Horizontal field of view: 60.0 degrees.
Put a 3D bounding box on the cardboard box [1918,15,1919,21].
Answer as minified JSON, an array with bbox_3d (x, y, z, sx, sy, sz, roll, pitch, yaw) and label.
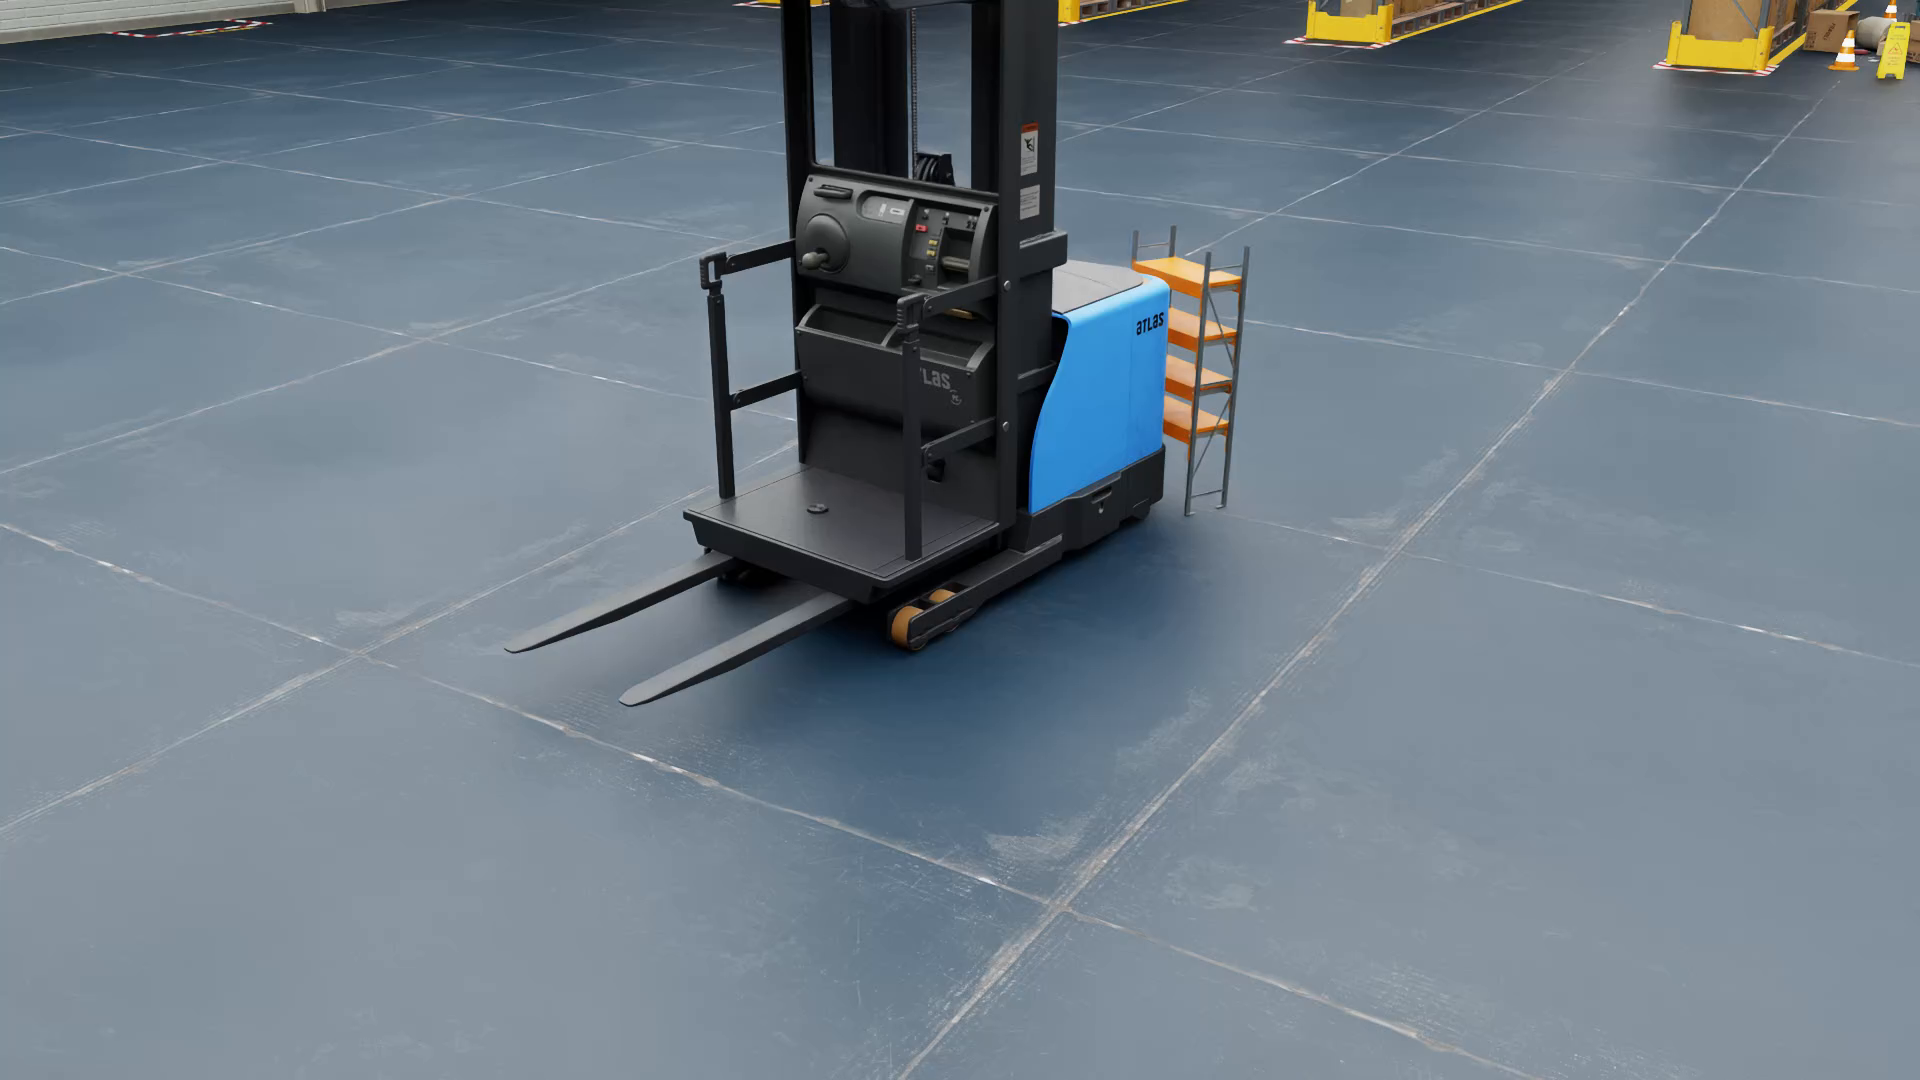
[{"bbox_3d":[13.194,-6.801,22.157,0.797,0.637,0.503,14,27,29],"label":"cardboard box"}]

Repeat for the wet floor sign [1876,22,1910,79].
[{"bbox_3d":[11.341,-5.942,20.164,0.267,0.644,0.232,9,25,20],"label":"wet floor sign"}]

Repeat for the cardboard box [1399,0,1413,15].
[{"bbox_3d":[6.489,-8.190,25.011,0.500,0.500,0.500,17,29,34],"label":"cardboard box"}]

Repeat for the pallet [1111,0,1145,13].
[{"bbox_3d":[2.383,-8.998,27.769,1.003,0.211,1.213,14,27,29],"label":"pallet"}]

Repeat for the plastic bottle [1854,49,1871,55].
[{"bbox_3d":[12.043,-6.543,22.287,0.283,0.061,0.133,5,24,11],"label":"plastic bottle"}]

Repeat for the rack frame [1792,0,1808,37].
[{"bbox_3d":[11.784,-8.797,23.796,1.000,3.000,0.127,14,27,29],"label":"rack frame"}]

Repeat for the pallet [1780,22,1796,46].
[{"bbox_3d":[11.316,-7.277,23.795,1.003,0.211,1.213,14,27,29],"label":"pallet"}]

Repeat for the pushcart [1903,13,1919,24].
[{"bbox_3d":[14.079,-7.052,23.064,1.648,0.377,0.936,5,24,11],"label":"pushcart"}]

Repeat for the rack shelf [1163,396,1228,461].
[{"bbox_3d":[0.988,-0.522,7.605,0.258,0.148,0.480,-13,27,-31],"label":"rack shelf"}]

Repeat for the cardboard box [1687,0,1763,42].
[{"bbox_3d":[9.975,-6.908,21.577,0.875,0.875,0.875,14,27,29],"label":"cardboard box"}]

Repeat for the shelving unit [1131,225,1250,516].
[{"bbox_3d":[0.994,-0.768,7.503,0.258,1.200,0.503,-13,27,-31],"label":"shelving unit"}]

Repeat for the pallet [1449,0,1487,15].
[{"bbox_3d":[8.033,-8.854,27.437,1.003,0.211,1.213,14,27,29],"label":"pallet"}]

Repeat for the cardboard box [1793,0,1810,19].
[{"bbox_3d":[12.035,-8.186,24.687,1.050,0.750,0.750,14,27,29],"label":"cardboard box"}]

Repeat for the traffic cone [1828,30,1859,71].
[{"bbox_3d":[11.160,-6.165,20.908,0.336,0.463,0.334,14,27,29],"label":"traffic cone"}]

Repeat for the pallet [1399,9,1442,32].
[{"bbox_3d":[6.656,-7.944,25.334,1.003,0.211,1.213,14,27,29],"label":"pallet"}]

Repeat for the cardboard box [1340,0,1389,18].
[{"bbox_3d":[5.857,-7.774,24.049,0.500,0.500,0.500,20,30,38],"label":"cardboard box"}]

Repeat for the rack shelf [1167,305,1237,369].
[{"bbox_3d":[0.998,-0.912,7.443,0.258,0.148,0.480,-13,27,-31],"label":"rack shelf"}]

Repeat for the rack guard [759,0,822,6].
[{"bbox_3d":[-2.913,-9.443,28.433,1.175,0.500,0.348,14,27,29],"label":"rack guard"}]

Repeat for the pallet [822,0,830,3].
[{"bbox_3d":[-2.533,-9.585,29.126,1.003,0.211,1.213,14,27,29],"label":"pallet"}]

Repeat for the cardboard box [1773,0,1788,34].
[{"bbox_3d":[10.920,-7.512,22.973,0.875,0.875,0.875,14,27,29],"label":"cardboard box"}]

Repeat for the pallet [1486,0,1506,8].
[{"bbox_3d":[8.675,-9.268,28.392,1.003,0.211,1.213,14,27,29],"label":"pallet"}]

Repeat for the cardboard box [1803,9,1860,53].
[{"bbox_3d":[11.837,-6.912,22.585,0.500,0.500,0.500,20,30,38],"label":"cardboard box"}]

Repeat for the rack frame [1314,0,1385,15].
[{"bbox_3d":[5.513,-8.521,23.157,1.000,3.000,0.127,14,27,29],"label":"rack frame"}]

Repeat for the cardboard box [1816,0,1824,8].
[{"bbox_3d":[13.038,-8.825,26.163,1.050,0.750,0.750,14,27,30],"label":"cardboard box"}]

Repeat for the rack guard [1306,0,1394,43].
[{"bbox_3d":[5.553,-7.399,23.713,1.175,0.500,0.348,14,27,29],"label":"rack guard"}]

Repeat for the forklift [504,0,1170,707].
[{"bbox_3d":[-0.394,-1.150,6.217,1.130,2.935,3.031,18,29,35],"label":"forklift"}]

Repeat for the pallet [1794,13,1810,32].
[{"bbox_3d":[12.127,-7.794,24.988,1.003,0.211,1.213,14,27,29],"label":"pallet"}]

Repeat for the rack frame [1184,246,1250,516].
[{"bbox_3d":[1.128,-0.687,7.316,0.240,1.200,0.015,-13,27,-31],"label":"rack frame"}]

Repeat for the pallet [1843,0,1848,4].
[{"bbox_3d":[14.951,-9.541,29.024,1.003,0.211,1.213,14,27,29],"label":"pallet"}]

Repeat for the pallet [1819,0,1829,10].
[{"bbox_3d":[13.414,-8.617,26.890,1.003,0.211,1.213,14,27,29],"label":"pallet"}]

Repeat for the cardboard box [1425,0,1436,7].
[{"bbox_3d":[7.082,-8.595,25.946,0.500,0.500,0.500,-18,29,-36],"label":"cardboard box"}]
